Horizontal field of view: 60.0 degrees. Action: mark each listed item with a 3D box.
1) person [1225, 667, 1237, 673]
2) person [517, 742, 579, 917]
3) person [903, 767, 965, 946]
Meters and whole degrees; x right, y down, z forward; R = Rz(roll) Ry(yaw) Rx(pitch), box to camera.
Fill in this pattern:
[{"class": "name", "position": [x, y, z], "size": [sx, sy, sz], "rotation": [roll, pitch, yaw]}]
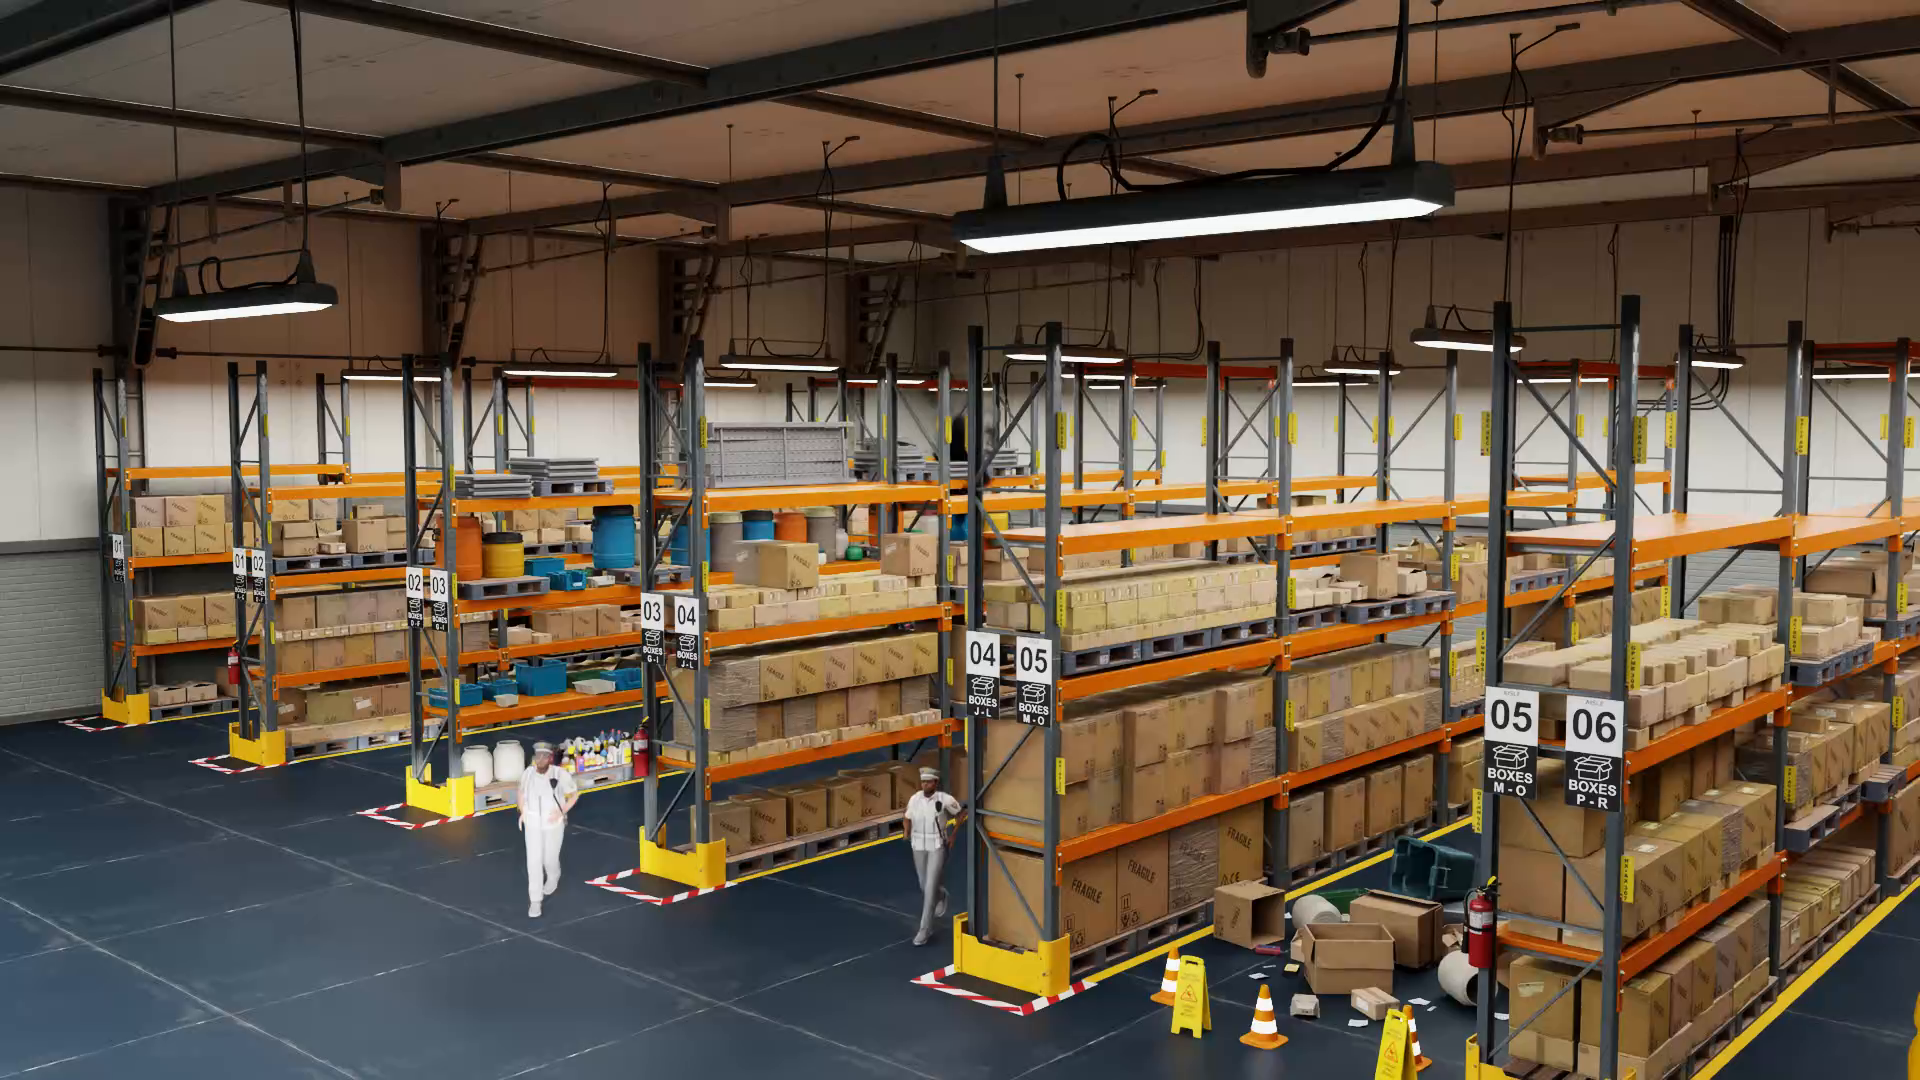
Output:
[{"class": "person", "position": [3.868, 2.615, 23.773], "size": [0.540, 1.573, 0.879], "rotation": [2, 5, 30]}, {"class": "person", "position": [-4.341, 2.977, 17.507], "size": [0.659, 1.771, 0.907], "rotation": [0, 4, -4]}, {"class": "person", "position": [-0.292, 3.086, 16.619], "size": [0.585, 1.697, 0.935], "rotation": [2, 5, 22]}]
